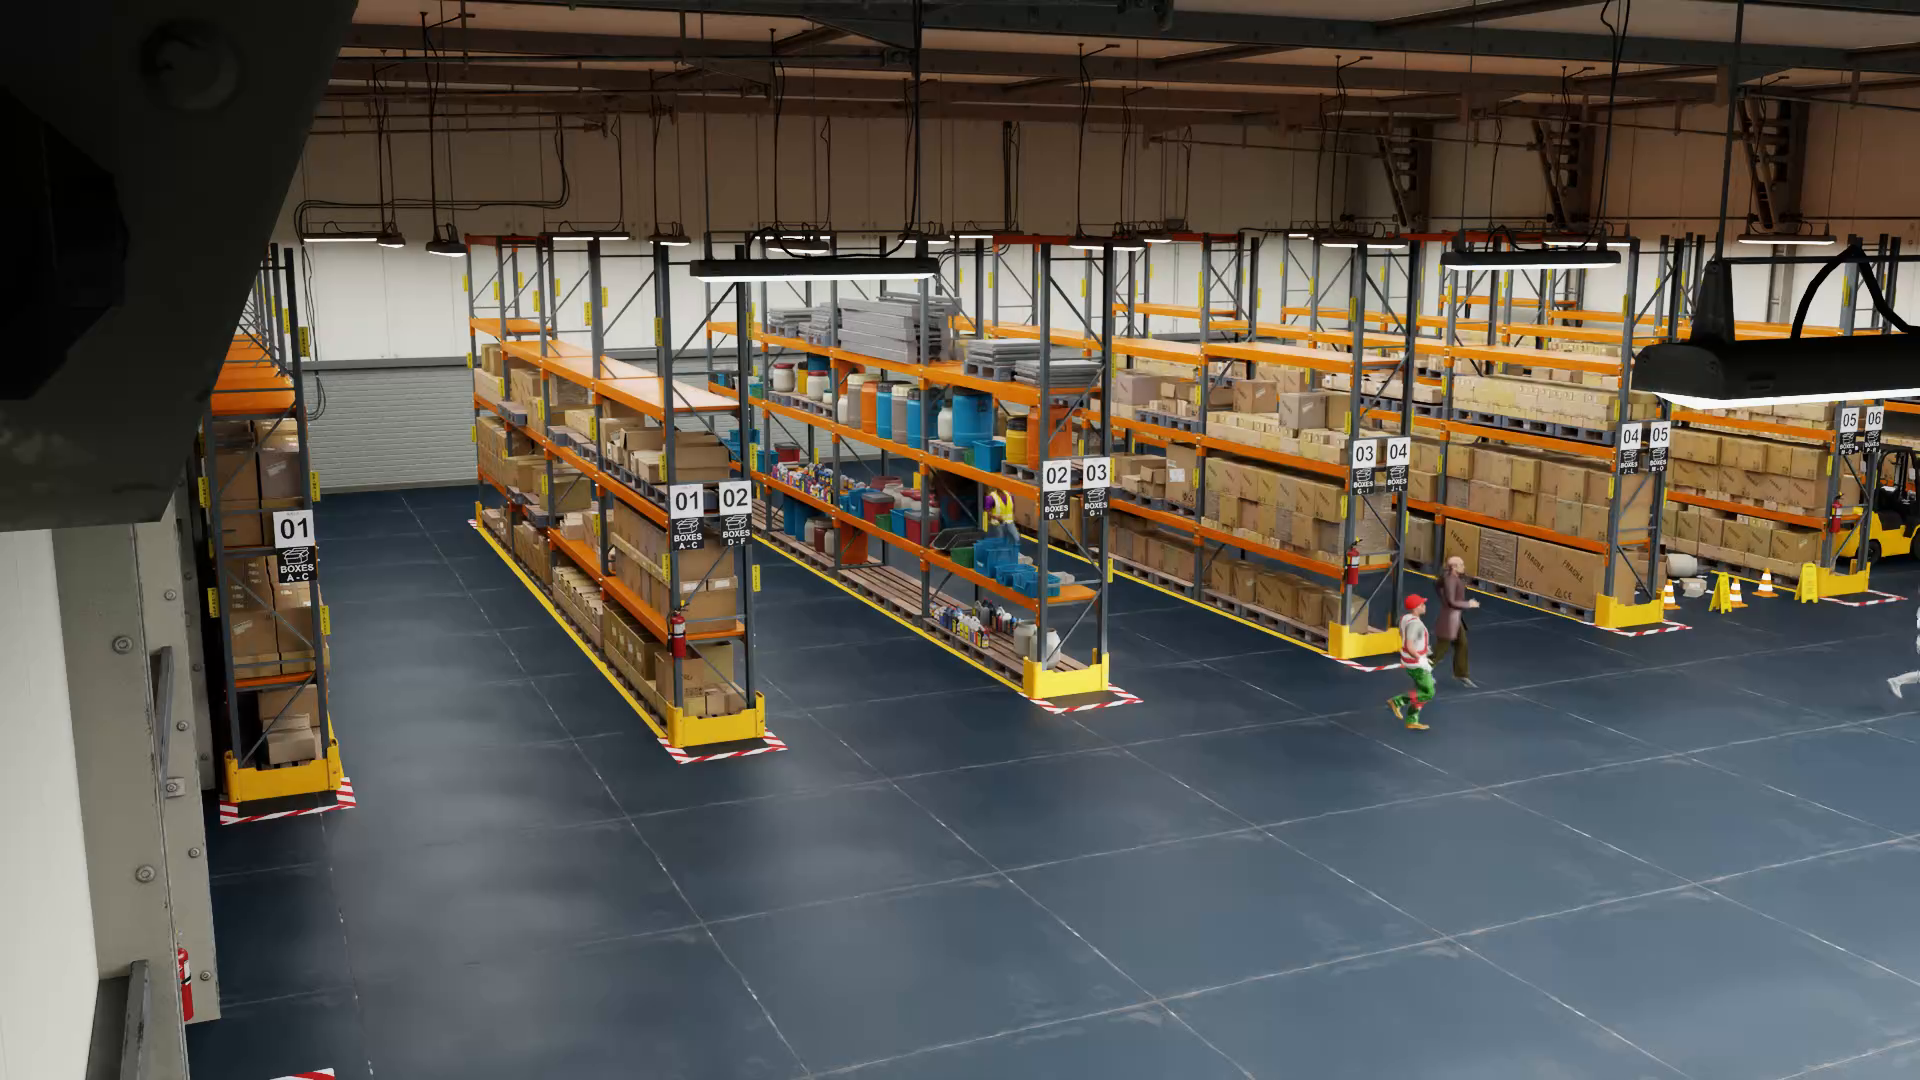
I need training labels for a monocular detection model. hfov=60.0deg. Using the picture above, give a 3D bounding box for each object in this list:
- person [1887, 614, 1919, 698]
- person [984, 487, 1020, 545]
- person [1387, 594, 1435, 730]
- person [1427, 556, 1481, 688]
[{"bbox_3d":[12.512,1.416,21.533,0.781,1.681,0.618,3,11,14],"label":"person"},{"bbox_3d":[0.782,-0.292,30.029,0.712,1.717,0.687,-5,12,-25],"label":"person"},{"bbox_3d":[5.636,1.522,20.765,0.591,1.732,0.673,1,11,3],"label":"person"},{"bbox_3d":[6.652,1.125,22.685,0.874,1.847,0.734,4,12,21],"label":"person"}]
